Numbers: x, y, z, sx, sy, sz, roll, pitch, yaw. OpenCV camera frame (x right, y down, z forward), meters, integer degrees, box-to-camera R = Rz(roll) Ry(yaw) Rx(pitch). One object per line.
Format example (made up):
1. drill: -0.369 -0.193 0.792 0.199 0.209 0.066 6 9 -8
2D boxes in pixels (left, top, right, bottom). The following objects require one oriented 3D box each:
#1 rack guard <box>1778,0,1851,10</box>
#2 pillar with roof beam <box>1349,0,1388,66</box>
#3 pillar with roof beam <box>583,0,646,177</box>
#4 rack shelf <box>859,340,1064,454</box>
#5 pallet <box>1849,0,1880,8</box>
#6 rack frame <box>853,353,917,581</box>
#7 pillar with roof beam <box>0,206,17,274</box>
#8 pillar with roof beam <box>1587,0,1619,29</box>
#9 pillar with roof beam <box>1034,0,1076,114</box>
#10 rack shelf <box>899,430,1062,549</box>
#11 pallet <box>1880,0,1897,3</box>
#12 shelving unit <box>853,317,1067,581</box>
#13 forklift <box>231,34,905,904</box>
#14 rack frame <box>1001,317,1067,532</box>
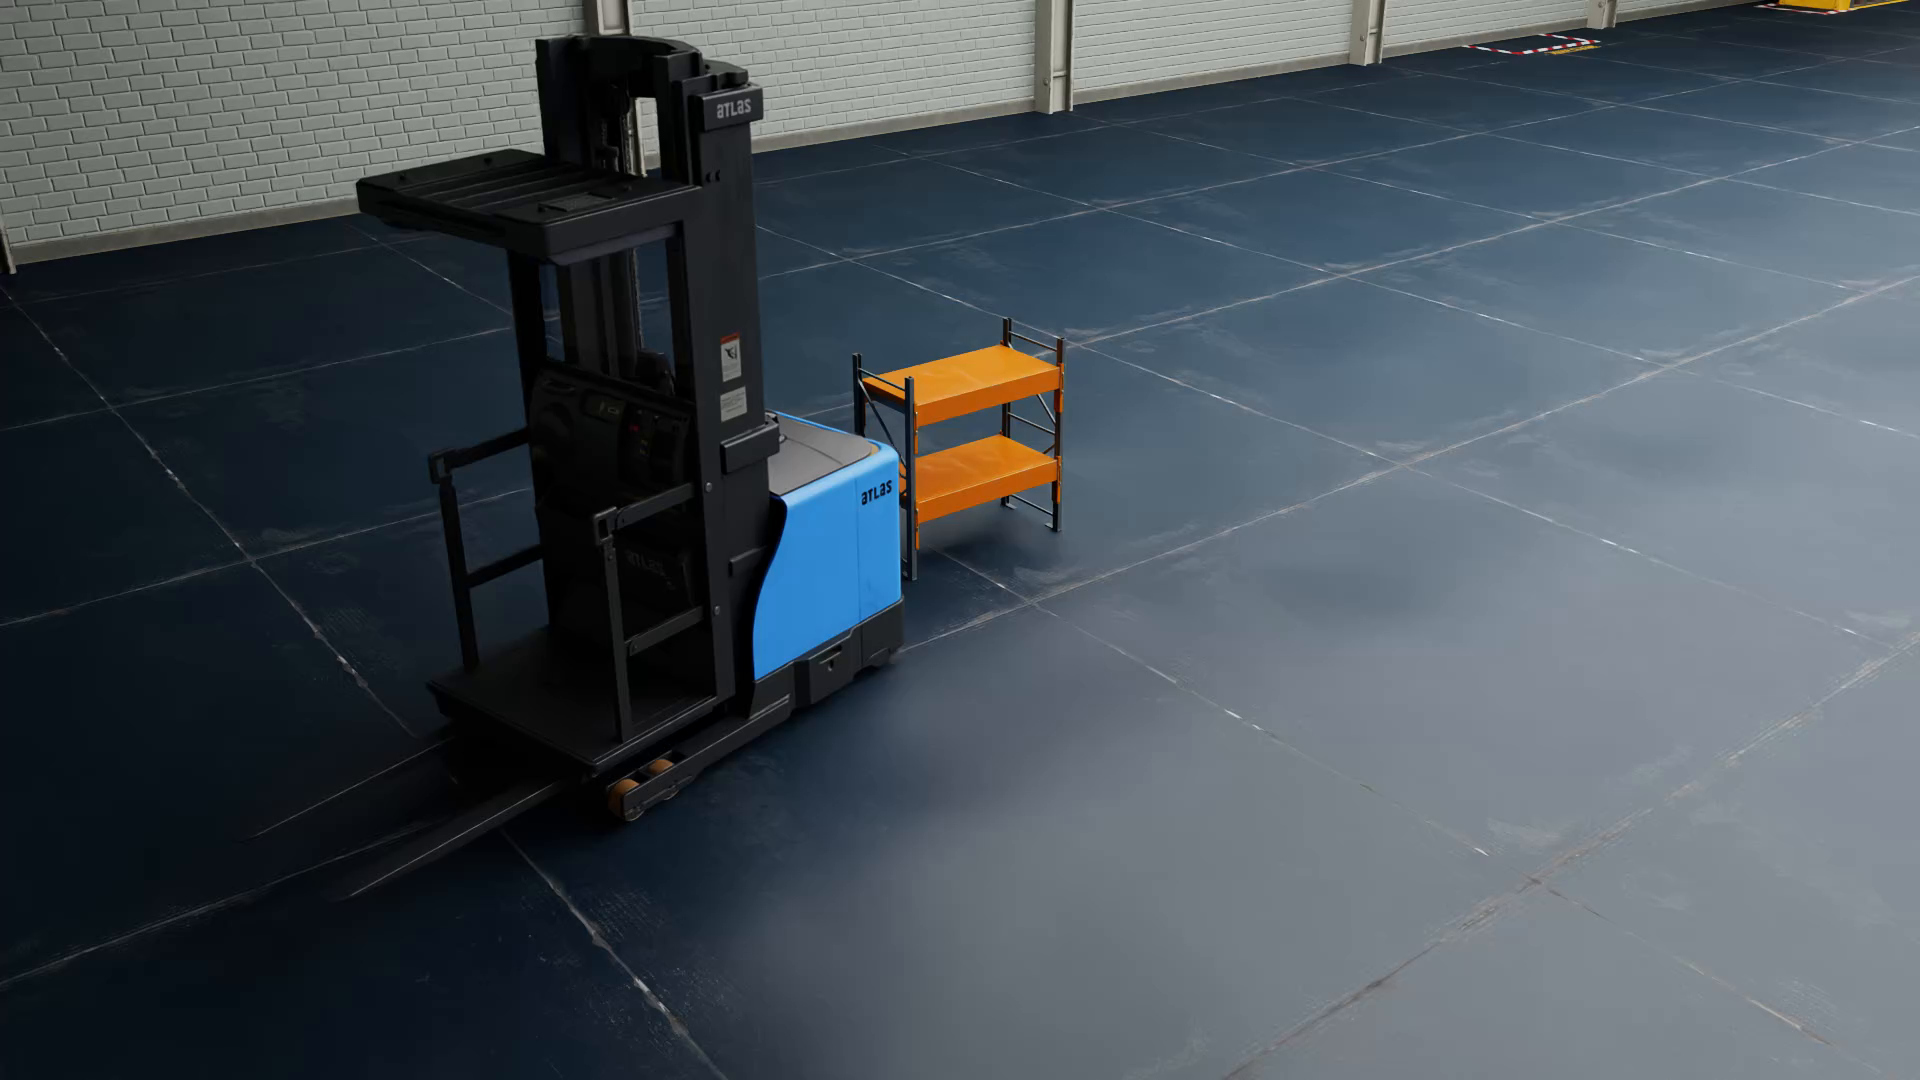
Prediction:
1. rack guard: 15.376 -9.843 29.864 0.348 0.500 1.175 -18 31 -34
2. pillar with roof beam: 8.547 -9.603 19.252 0.400 9.000 9.100 -18 31 -34
3. pillar with roof beam: -0.896 -6.486 12.535 0.400 9.000 9.100 -18 31 -34
4. rack shelf: 0.005 -0.777 8.894 1.000 0.278 0.538 -18 31 -34
5. pallet: 16.037 -9.911 30.354 1.213 0.211 1.003 -18 31 -34
6. rack frame: -0.395 -0.380 8.732 0.032 1.125 0.500 -18 31 -34
7. pillar with roof beam: -5.618 -4.927 9.177 0.400 9.000 9.100 -18 31 -34
8. pillar with roof beam: 13.268 -11.162 22.610 0.400 9.000 9.100 -18 31 -34
9. pillar with roof beam: 3.825 -8.044 15.894 0.400 9.000 9.100 -18 31 -34
10. rack shelf: 0.005 -0.290 9.120 1.000 0.278 0.538 -18 31 -34
11. pallet: 16.996 -10.226 31.033 1.213 0.211 1.003 -18 31 -34
12. shelving unit: 0.005 -0.512 9.017 1.048 1.125 0.538 -18 31 -34
13. forklift: -1.570 -0.419 6.671 1.130 2.935 3.031 18 31 34
14. rack frame: 0.405 -0.644 9.302 0.032 1.125 0.500 -18 31 -34
